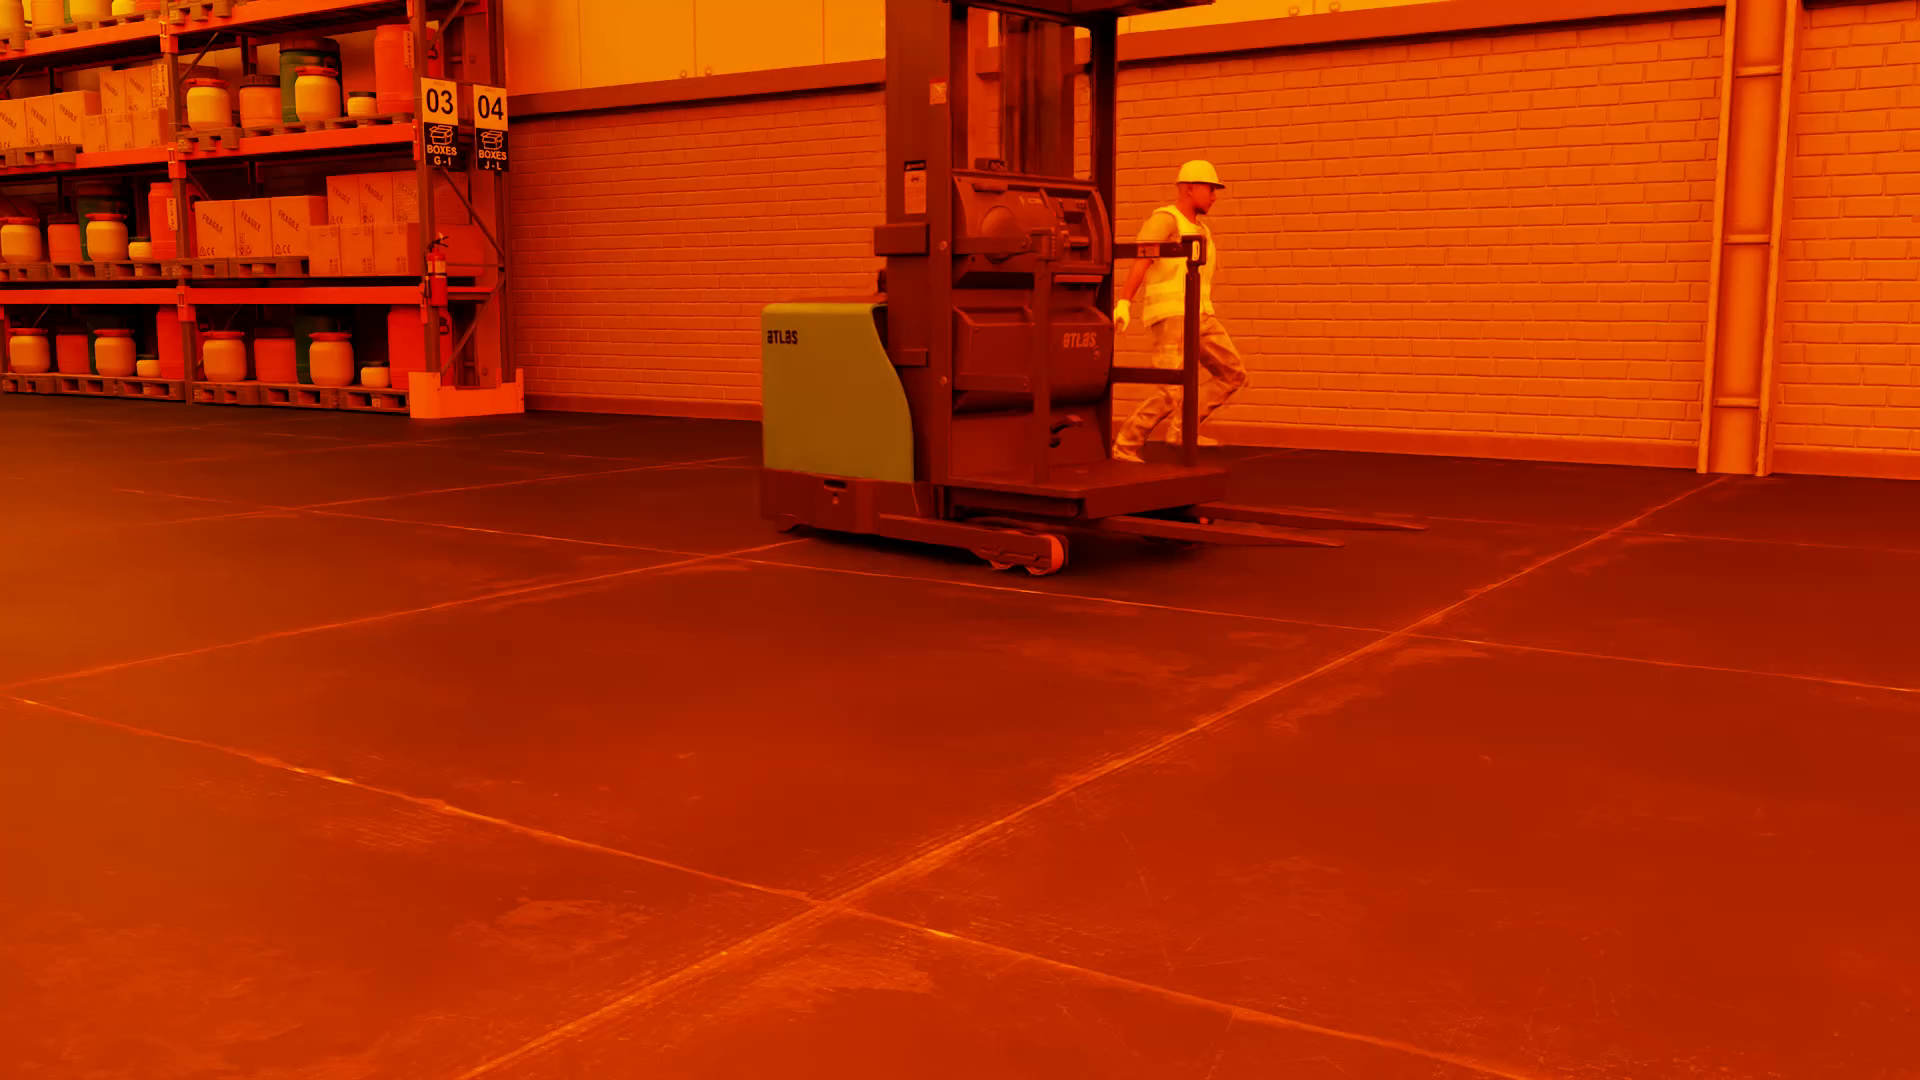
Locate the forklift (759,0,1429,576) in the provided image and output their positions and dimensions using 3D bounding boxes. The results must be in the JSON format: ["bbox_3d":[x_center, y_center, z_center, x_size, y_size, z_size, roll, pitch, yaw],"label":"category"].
[{"bbox_3d":[0.473,-1.391,6.977,3.031,2.935,1.130,8,11,43],"label":"forklift"}]

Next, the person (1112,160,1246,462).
[{"bbox_3d":[1.130,-1.202,9.037,0.543,1.699,0.905,6,10,38],"label":"person"}]
